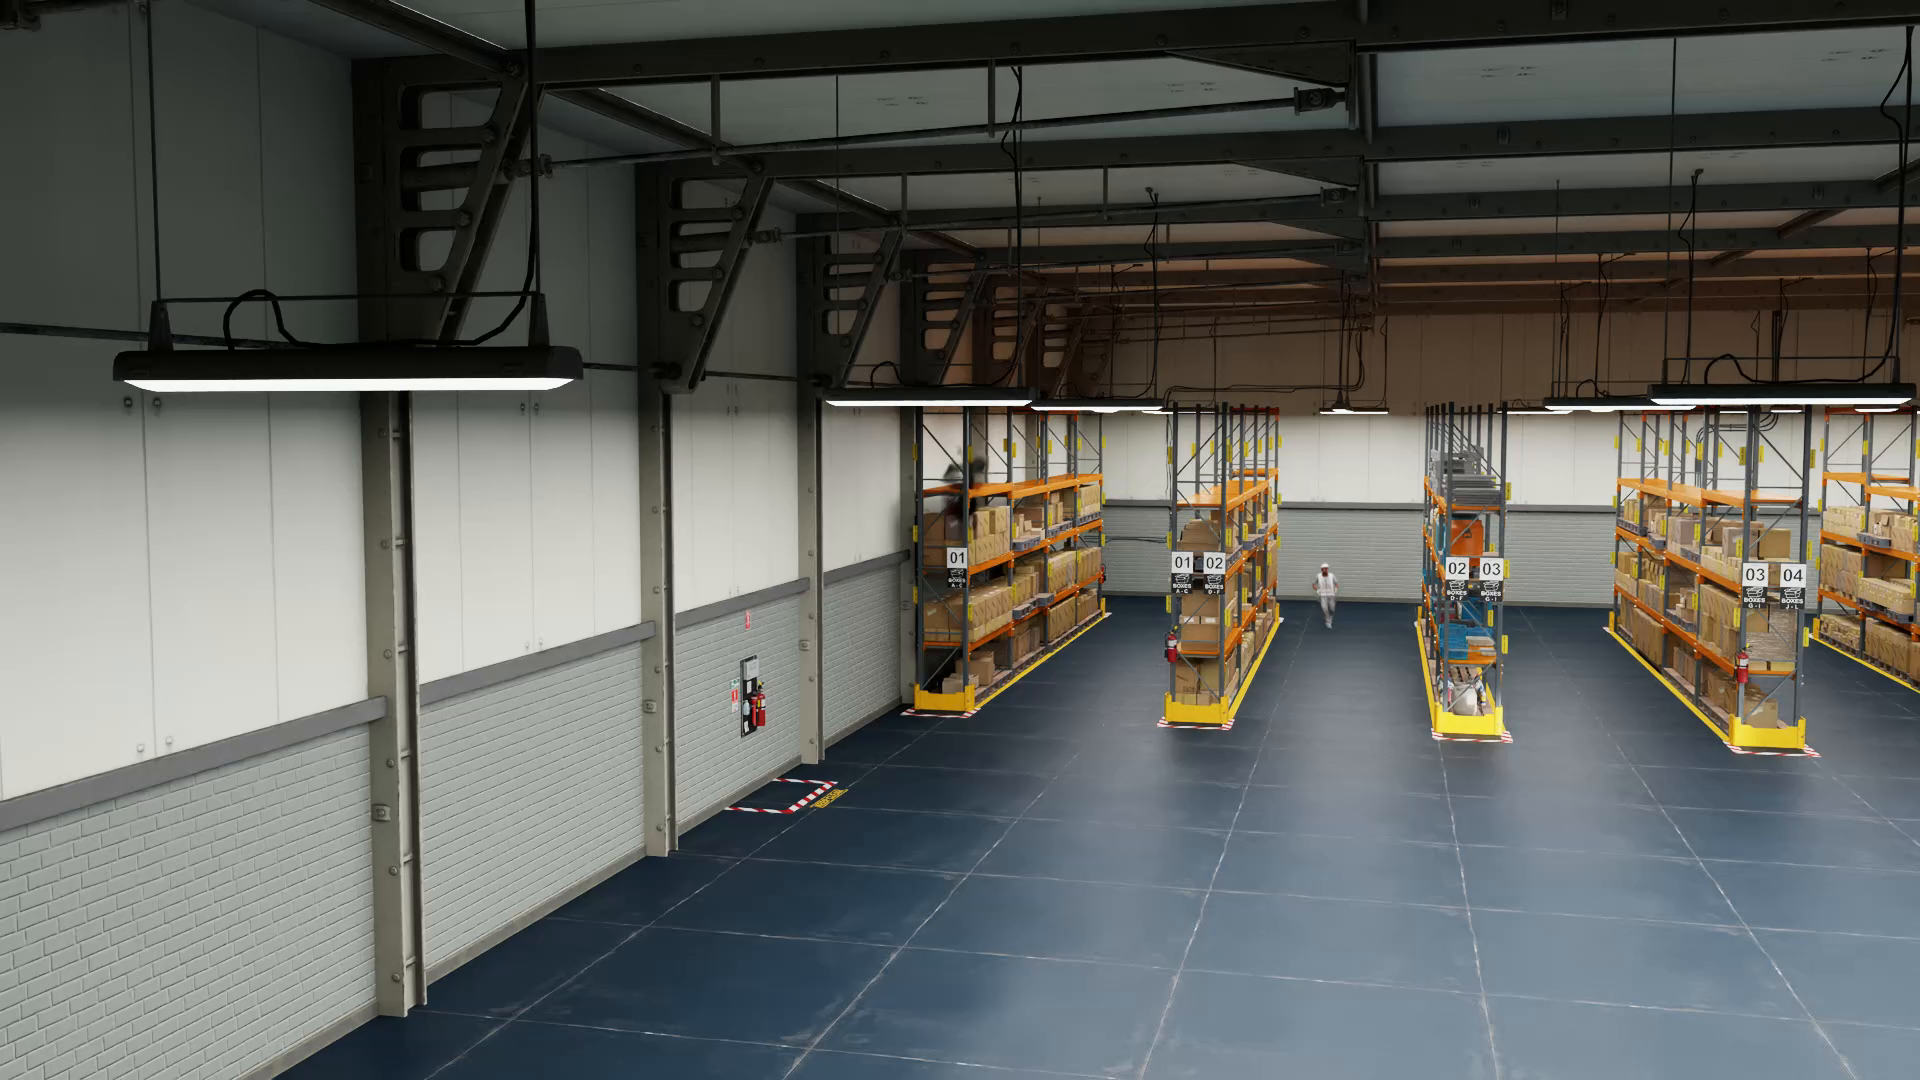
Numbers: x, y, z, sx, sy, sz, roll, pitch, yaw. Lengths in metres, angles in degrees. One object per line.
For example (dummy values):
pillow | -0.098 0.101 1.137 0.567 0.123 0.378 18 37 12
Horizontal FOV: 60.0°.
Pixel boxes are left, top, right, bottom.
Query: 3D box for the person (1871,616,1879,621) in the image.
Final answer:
person | 24.011 1.642 43.288 0.764 1.782 1.001 -2 5 -23

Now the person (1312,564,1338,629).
person | 9.953 1.517 45.328 0.701 1.743 0.694 0 4 4
